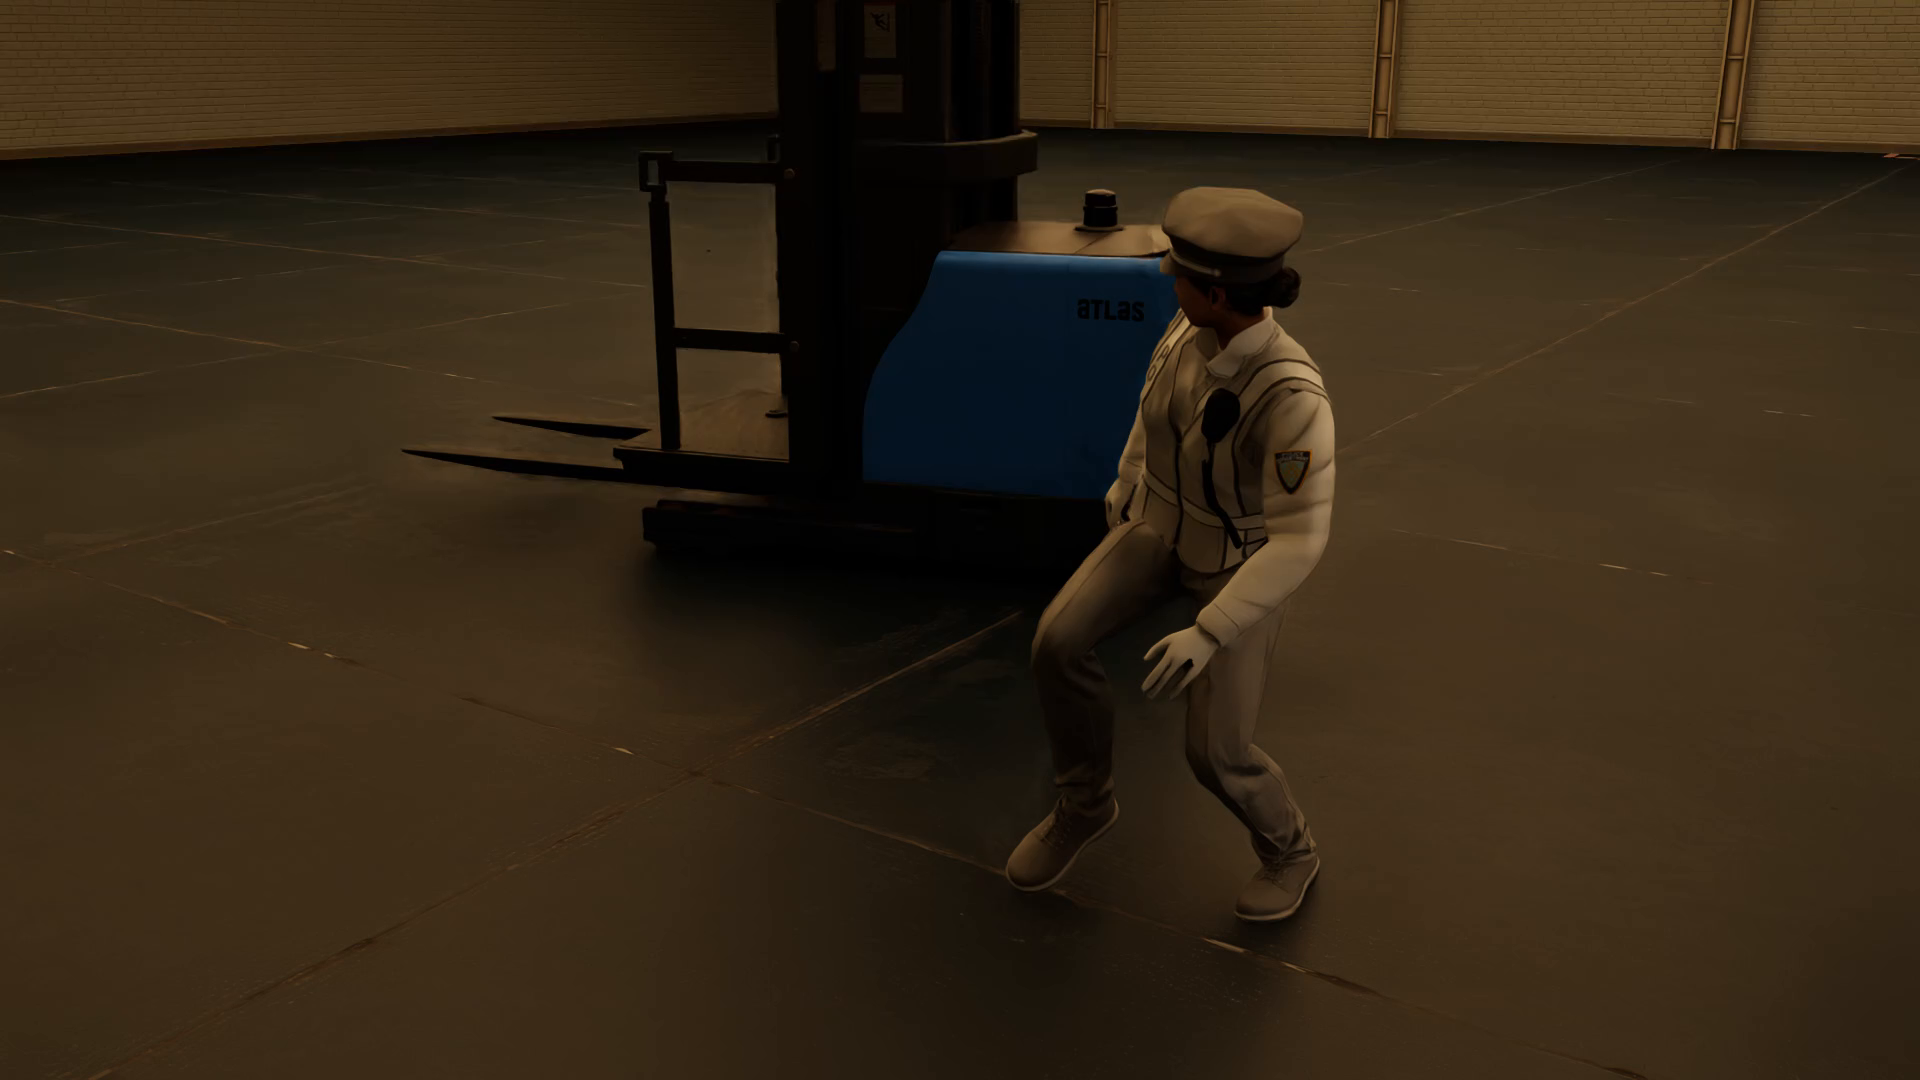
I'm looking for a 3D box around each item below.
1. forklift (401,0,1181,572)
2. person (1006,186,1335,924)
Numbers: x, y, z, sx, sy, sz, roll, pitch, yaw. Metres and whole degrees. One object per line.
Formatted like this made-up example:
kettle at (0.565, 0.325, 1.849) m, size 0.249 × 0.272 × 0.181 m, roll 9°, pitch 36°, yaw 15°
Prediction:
forklift at (-0.588, -1.485, 5.799) m, size 3.031 × 2.935 × 1.130 m, roll 6°, pitch 18°, yaw 18°
person at (0.425, 0.039, 3.334) m, size 0.714 × 1.468 × 0.659 m, roll 14°, pitch 22°, yaw 39°
